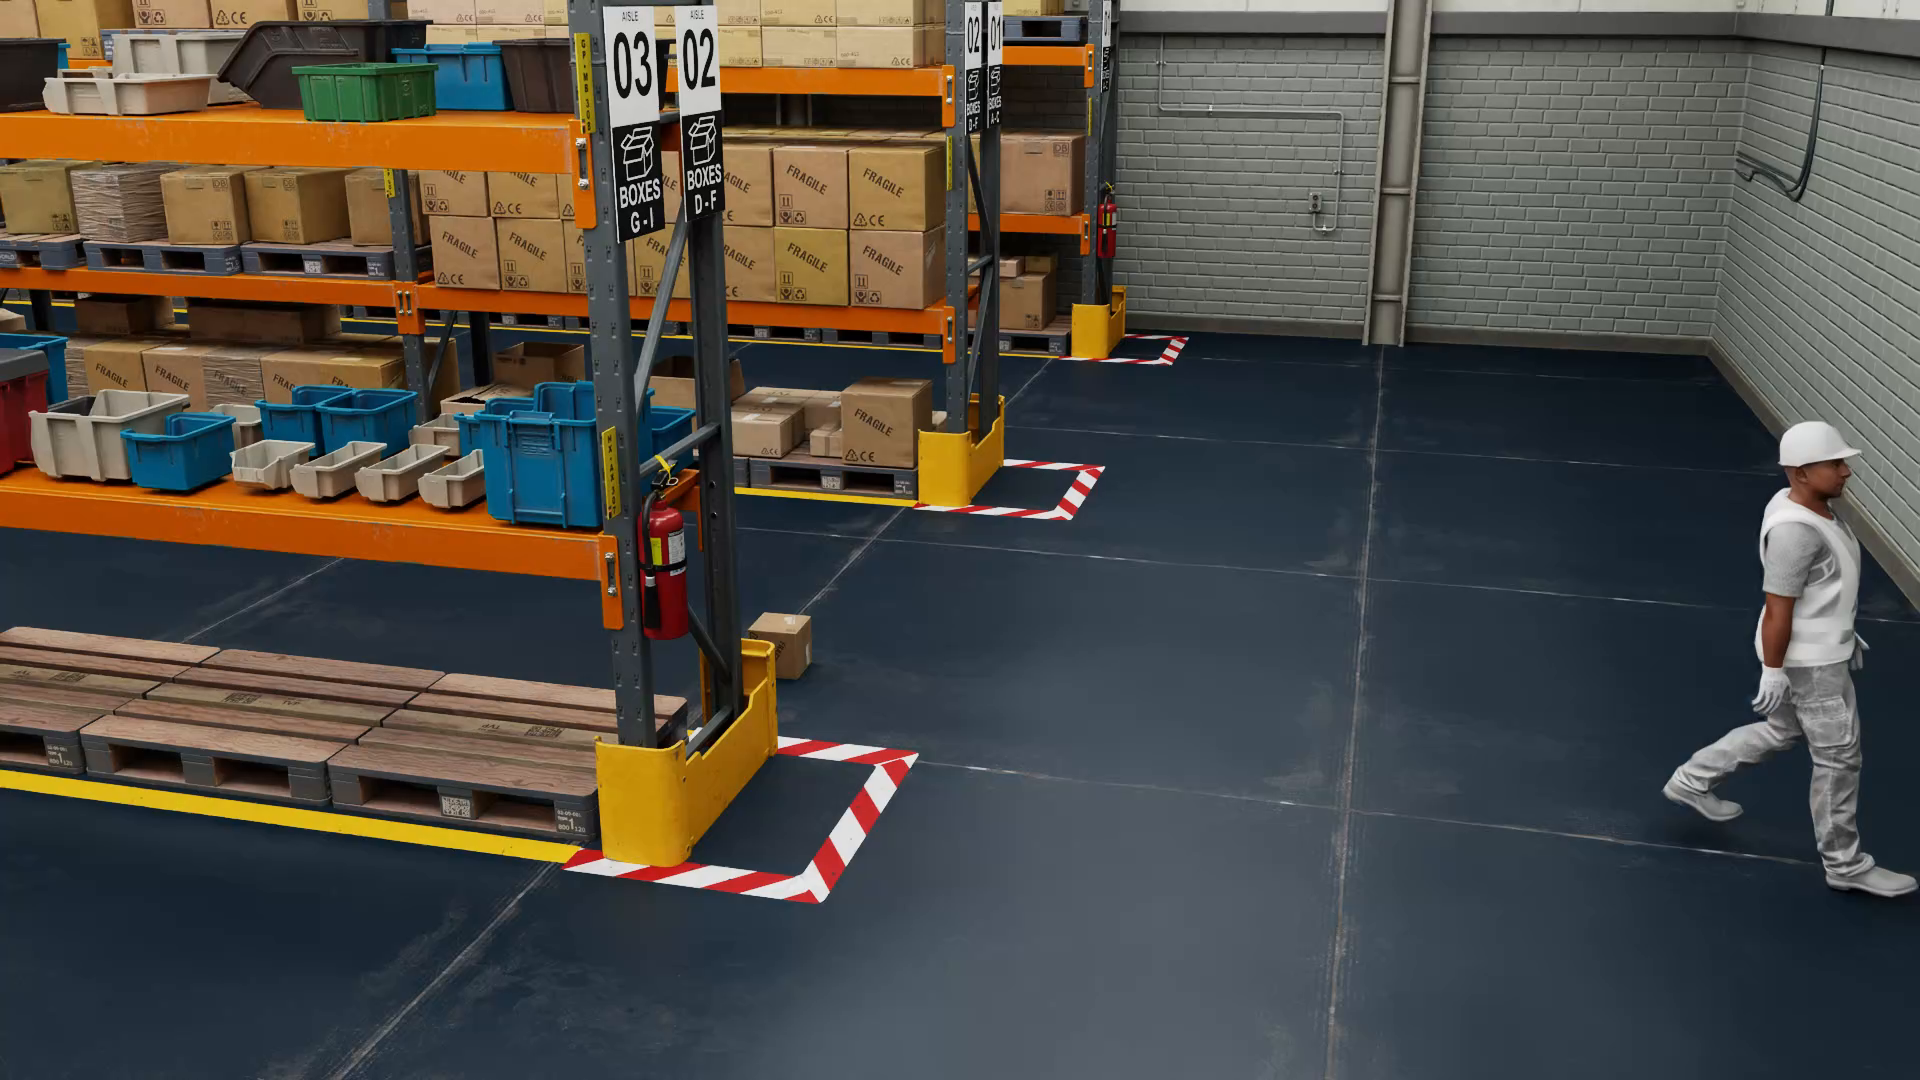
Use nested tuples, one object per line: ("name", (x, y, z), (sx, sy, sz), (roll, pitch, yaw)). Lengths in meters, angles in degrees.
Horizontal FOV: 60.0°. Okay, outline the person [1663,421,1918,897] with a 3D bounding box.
("person", (3.212, 0.421, 6.234), (0.910, 1.756, 0.552), (8, 20, 23))
